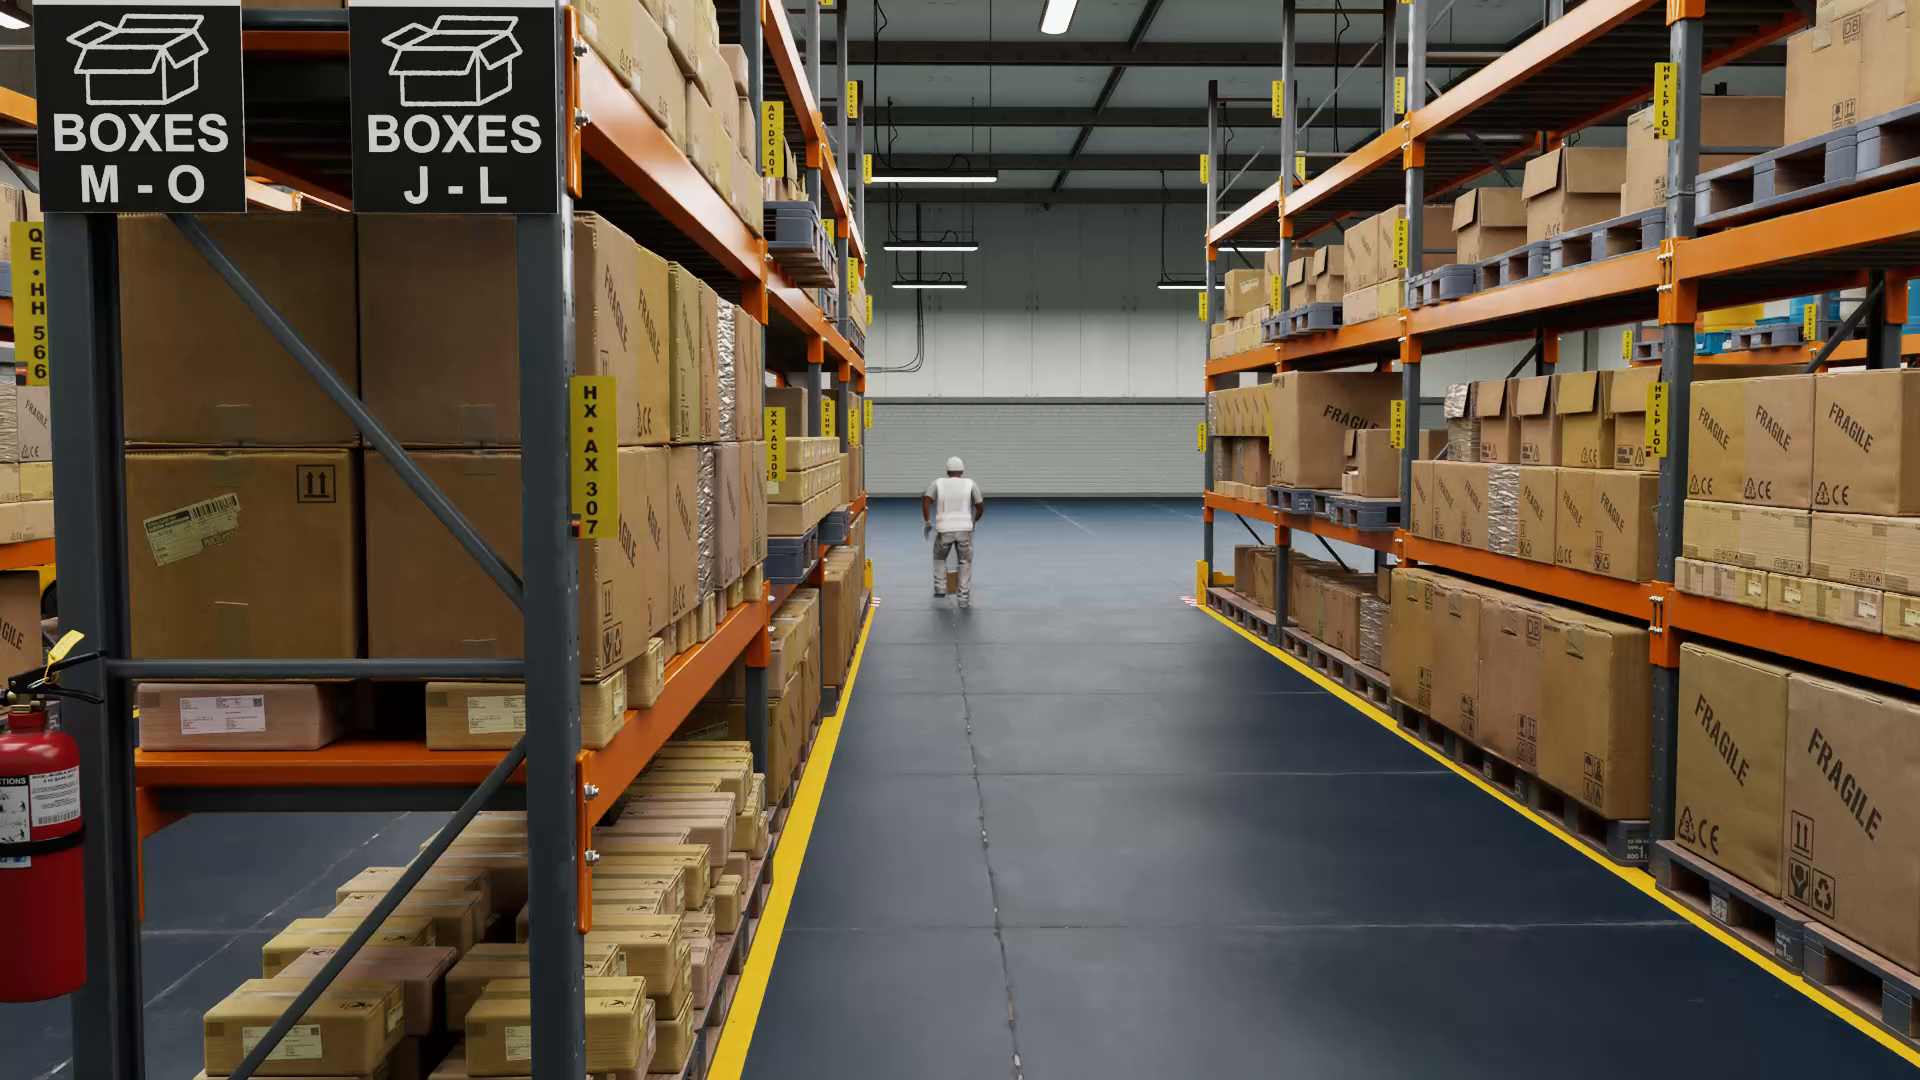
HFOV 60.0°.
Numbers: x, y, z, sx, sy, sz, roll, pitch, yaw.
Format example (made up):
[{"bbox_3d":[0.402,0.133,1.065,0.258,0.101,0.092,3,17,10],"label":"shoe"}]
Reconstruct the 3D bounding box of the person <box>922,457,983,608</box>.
[{"bbox_3d":[-0.078,-0.101,19.177,0.697,1.711,0.675,0,4,3],"label":"person"}]
